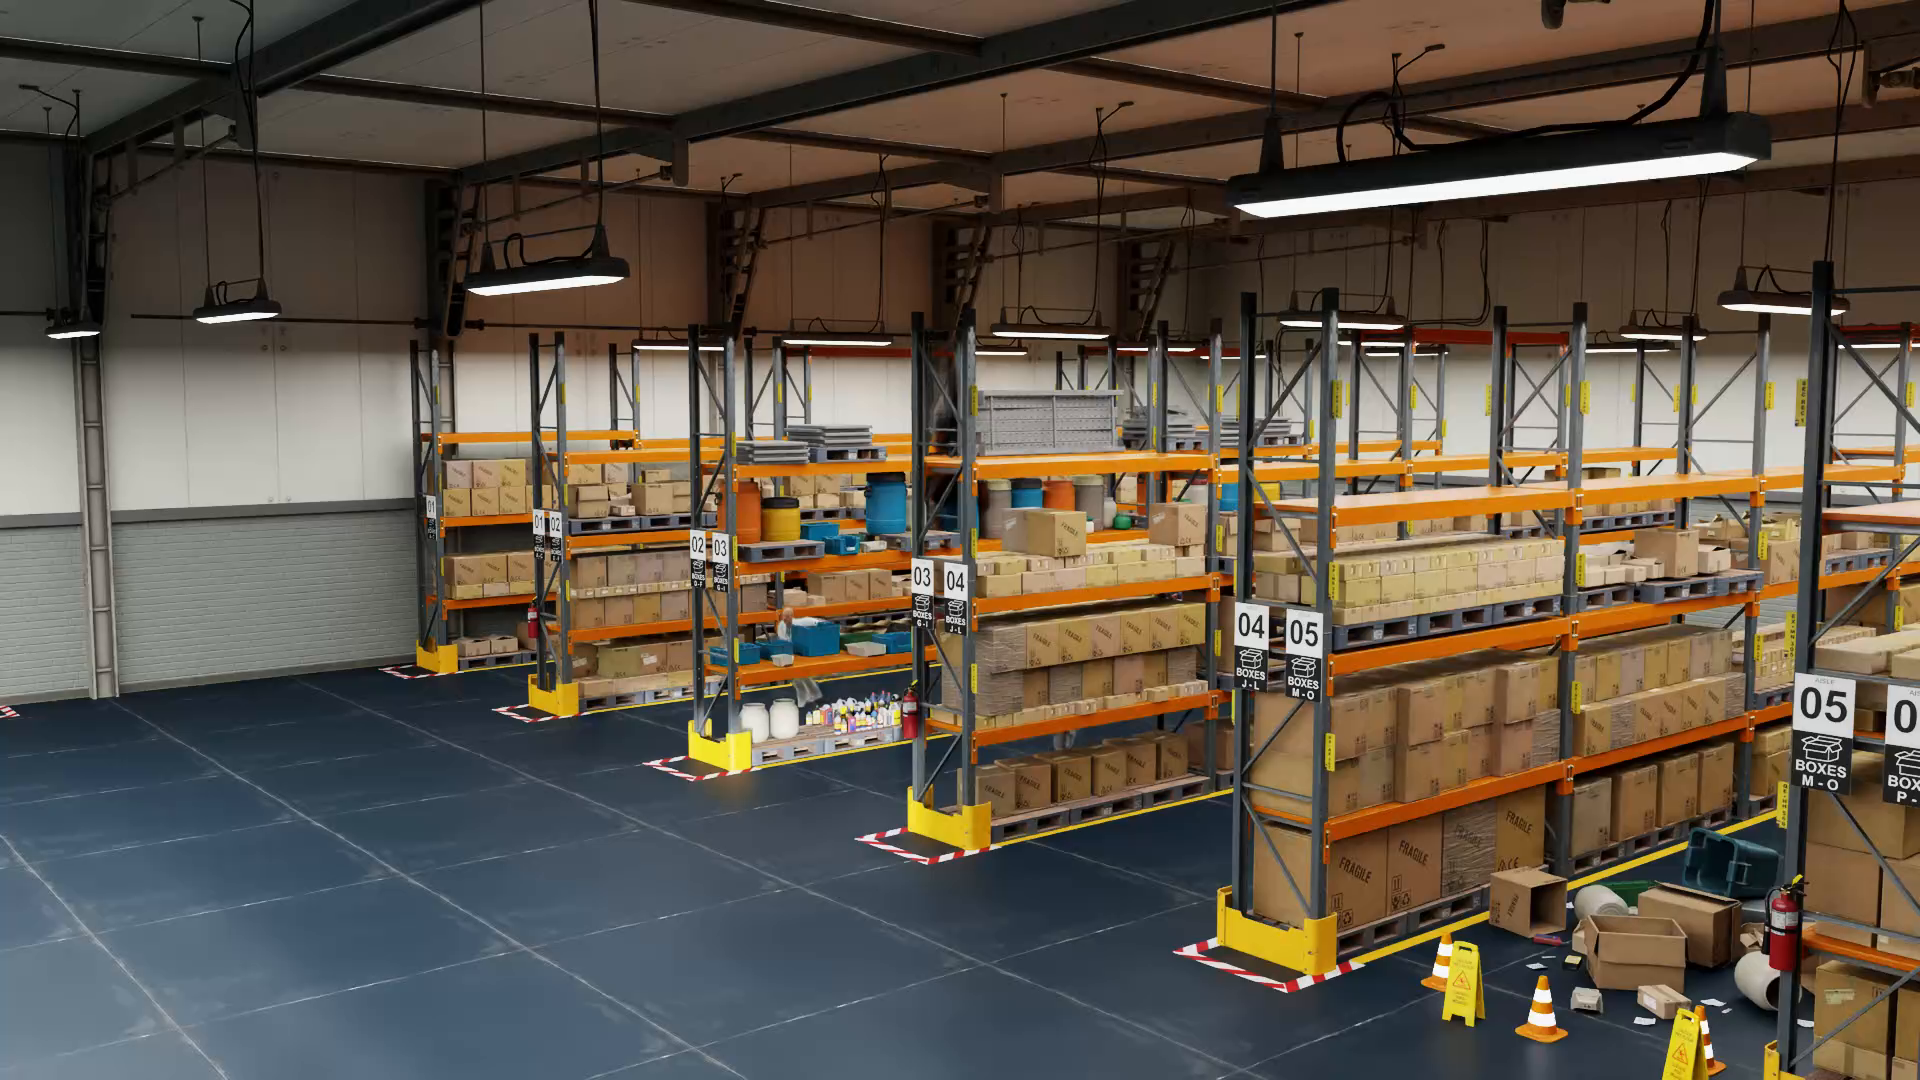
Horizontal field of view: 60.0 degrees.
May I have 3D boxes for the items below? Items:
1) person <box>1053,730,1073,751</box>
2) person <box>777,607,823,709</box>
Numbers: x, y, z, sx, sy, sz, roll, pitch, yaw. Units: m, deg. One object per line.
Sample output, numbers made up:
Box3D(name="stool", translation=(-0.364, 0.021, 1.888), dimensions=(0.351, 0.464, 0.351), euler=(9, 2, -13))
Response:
Box3D(name="person", translation=(1.427, 2.187, 22.949), dimensions=(0.625, 1.599, 0.627), euler=(5, 7, 42))
Box3D(name="person", translation=(-2.544, 1.882, 26.719), dimensions=(0.738, 1.671, 1.051), euler=(4, 6, 34))
